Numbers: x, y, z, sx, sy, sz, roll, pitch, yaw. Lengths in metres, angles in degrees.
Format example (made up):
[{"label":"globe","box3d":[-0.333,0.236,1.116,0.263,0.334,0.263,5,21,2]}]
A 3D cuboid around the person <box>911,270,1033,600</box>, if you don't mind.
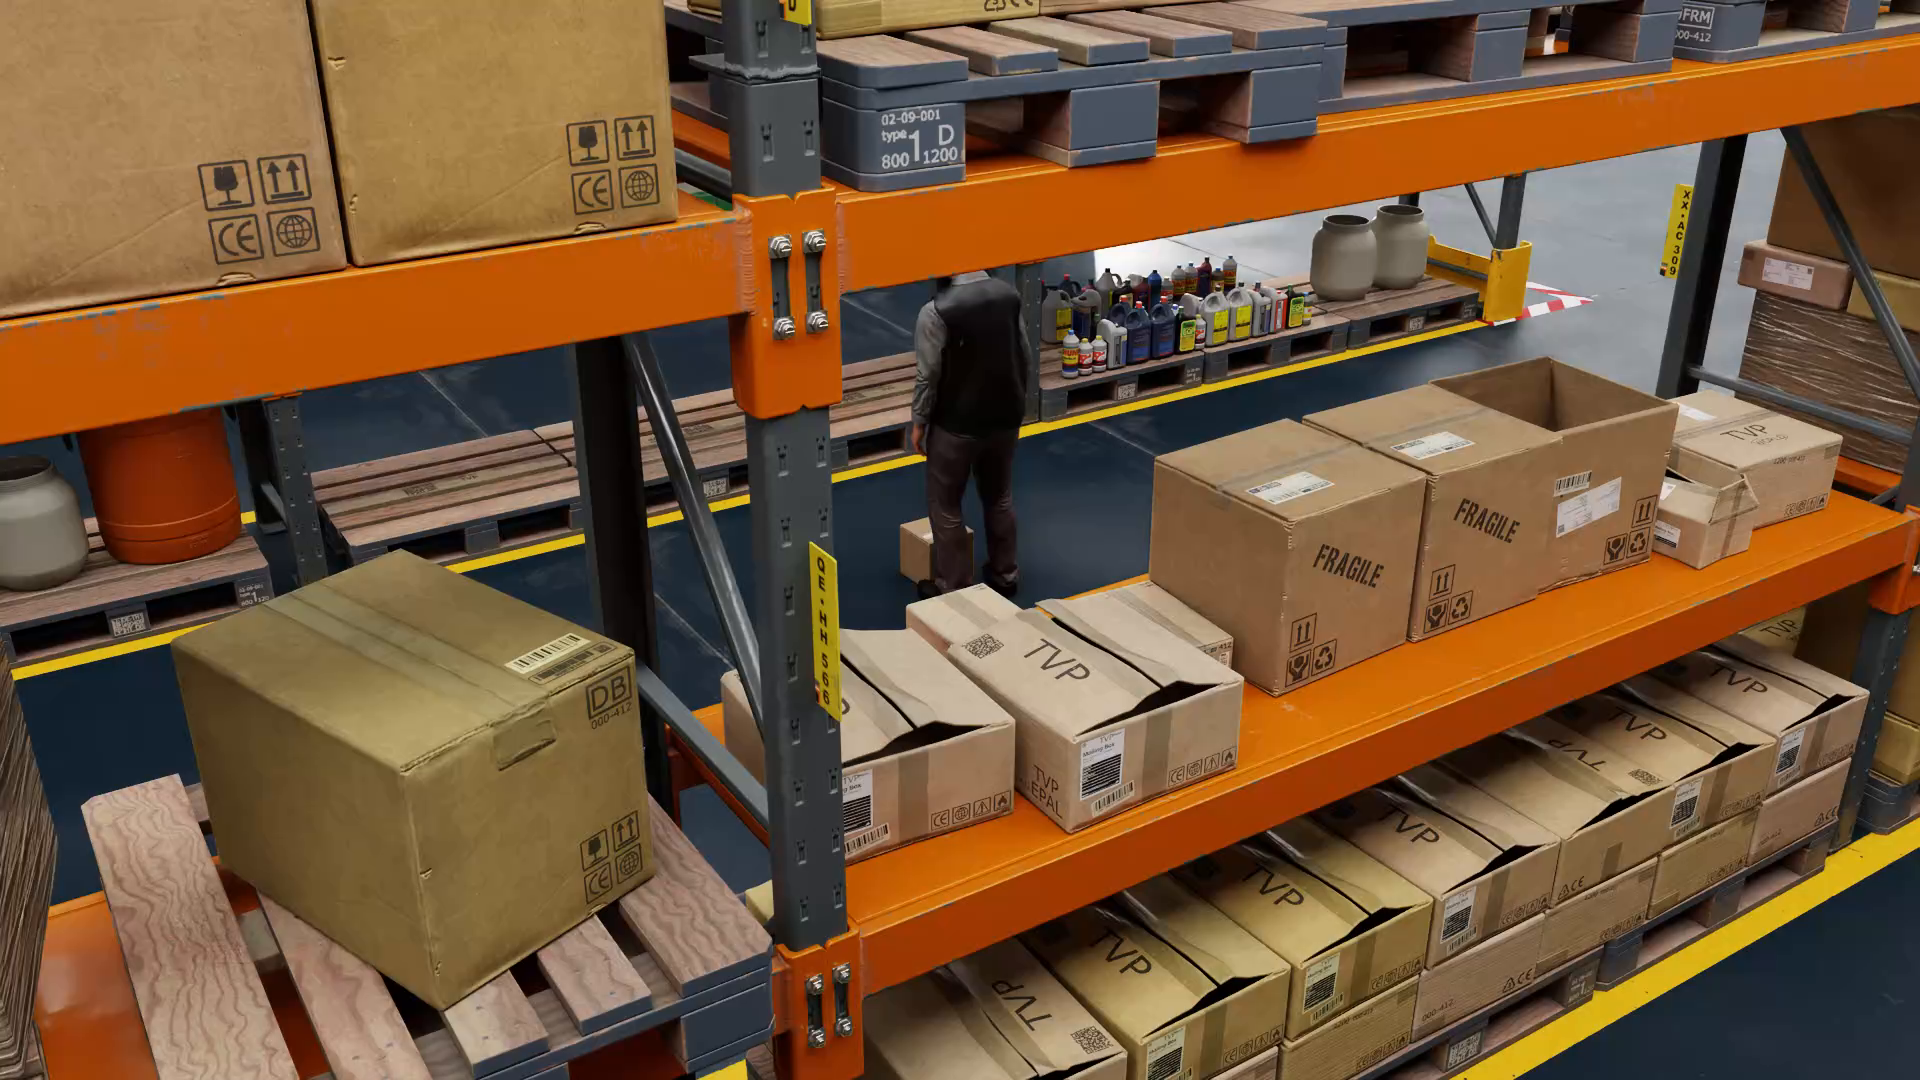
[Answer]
[{"label":"person","box3d":[0.056,-0.514,7.241,0.581,1.721,0.420,-15,29,-29]}]
